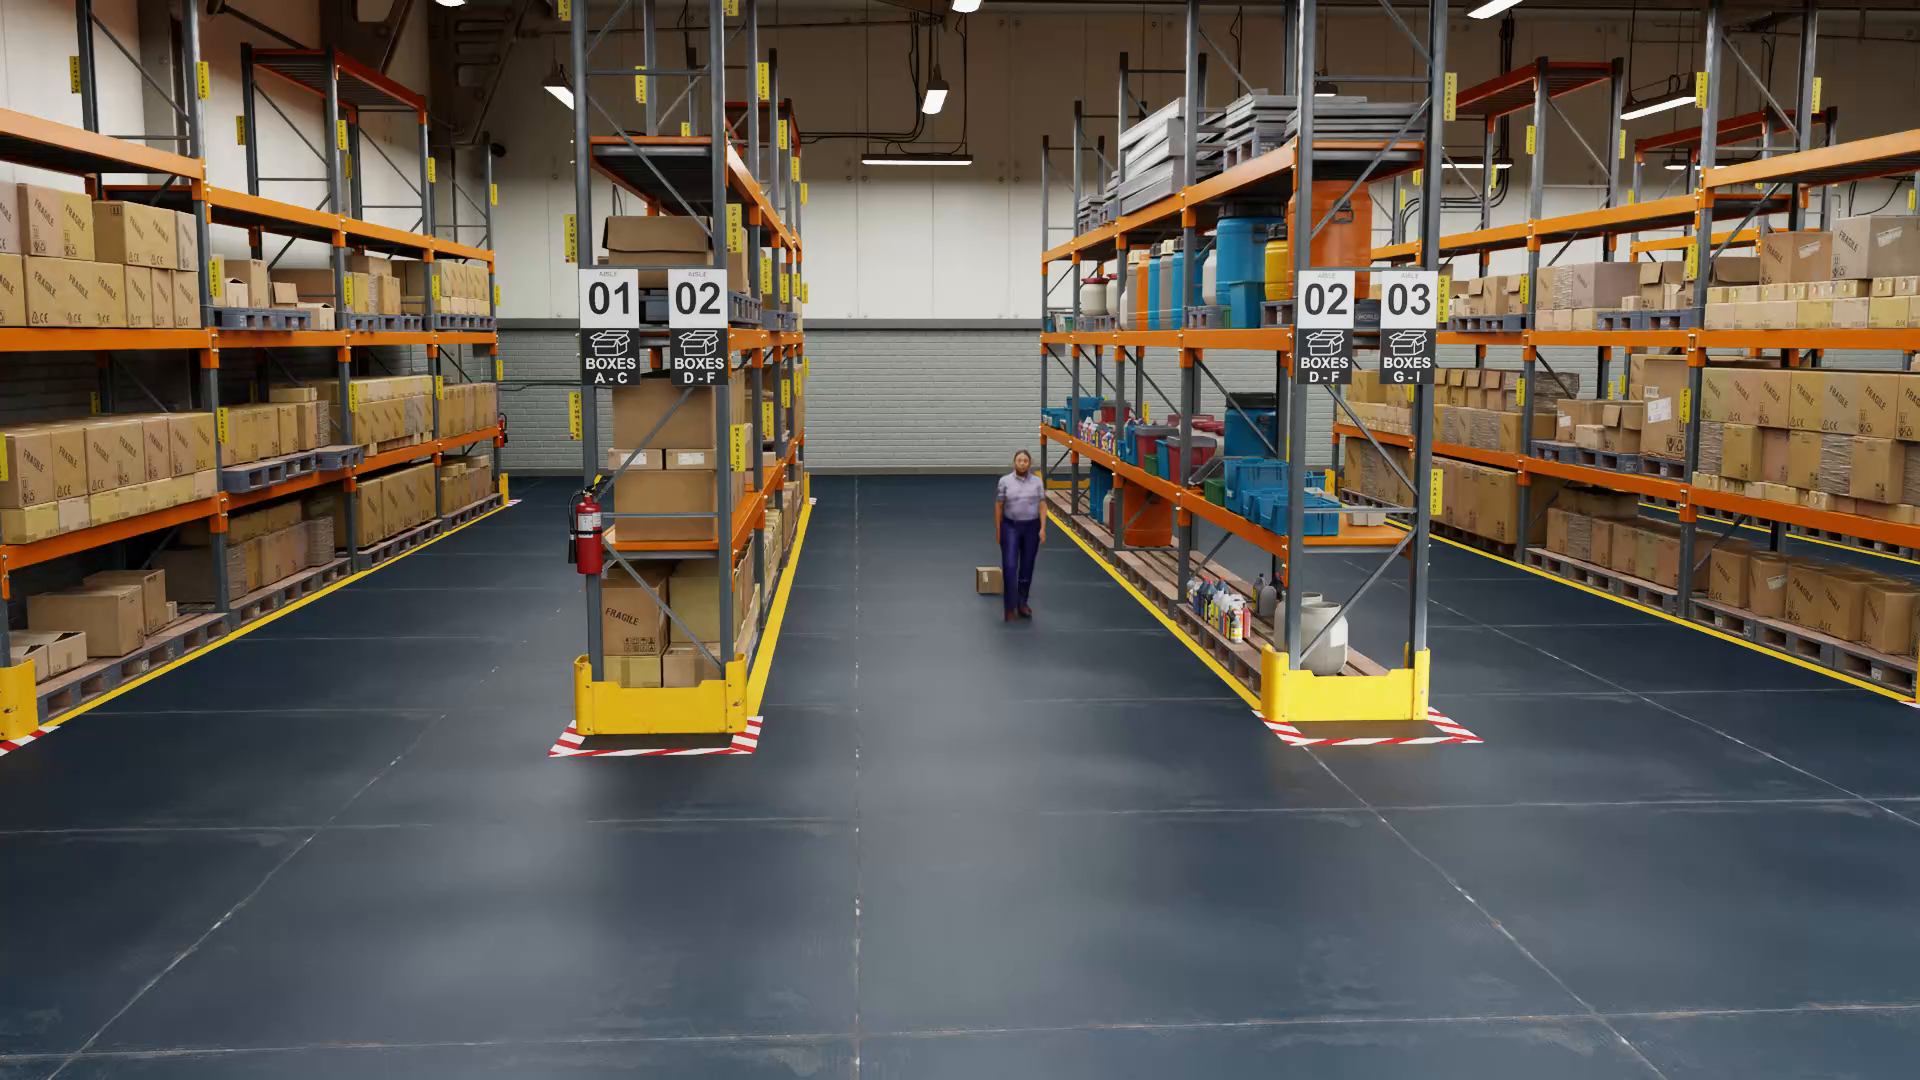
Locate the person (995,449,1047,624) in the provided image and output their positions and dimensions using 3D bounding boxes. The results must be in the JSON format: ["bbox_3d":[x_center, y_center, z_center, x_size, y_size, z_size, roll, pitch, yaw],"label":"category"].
[{"bbox_3d":[0.604,-0.032,16.217,0.491,1.708,0.632,-1,7,-9],"label":"person"}]
